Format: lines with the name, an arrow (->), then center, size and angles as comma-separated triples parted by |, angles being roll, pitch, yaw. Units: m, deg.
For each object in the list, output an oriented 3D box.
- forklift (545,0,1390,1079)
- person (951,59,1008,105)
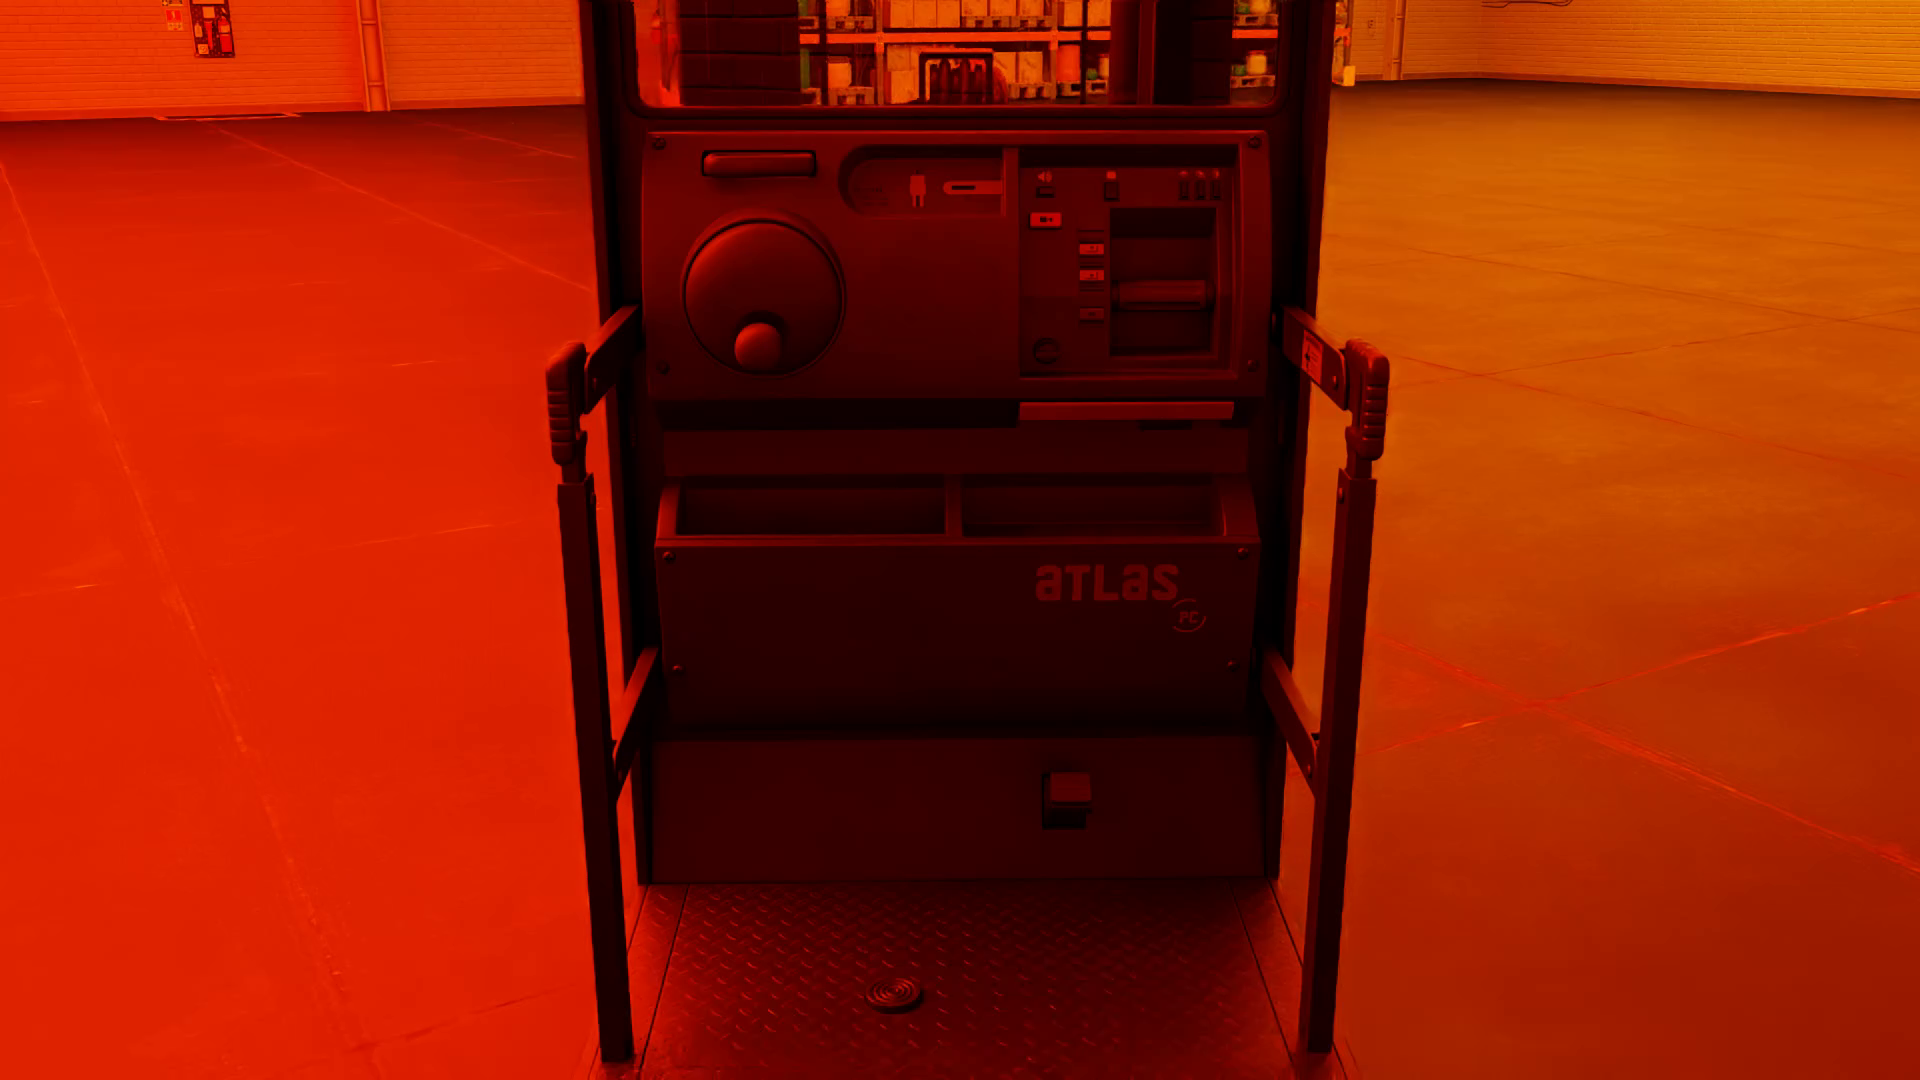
forklift -> 0.004, -0.415, 2.269 | 1.130, 2.935, 3.031 | 0, 18, -1
person -> -0.070, -0.756, 5.490 | 0.475, 1.590, 0.521 | -10, 20, -29
